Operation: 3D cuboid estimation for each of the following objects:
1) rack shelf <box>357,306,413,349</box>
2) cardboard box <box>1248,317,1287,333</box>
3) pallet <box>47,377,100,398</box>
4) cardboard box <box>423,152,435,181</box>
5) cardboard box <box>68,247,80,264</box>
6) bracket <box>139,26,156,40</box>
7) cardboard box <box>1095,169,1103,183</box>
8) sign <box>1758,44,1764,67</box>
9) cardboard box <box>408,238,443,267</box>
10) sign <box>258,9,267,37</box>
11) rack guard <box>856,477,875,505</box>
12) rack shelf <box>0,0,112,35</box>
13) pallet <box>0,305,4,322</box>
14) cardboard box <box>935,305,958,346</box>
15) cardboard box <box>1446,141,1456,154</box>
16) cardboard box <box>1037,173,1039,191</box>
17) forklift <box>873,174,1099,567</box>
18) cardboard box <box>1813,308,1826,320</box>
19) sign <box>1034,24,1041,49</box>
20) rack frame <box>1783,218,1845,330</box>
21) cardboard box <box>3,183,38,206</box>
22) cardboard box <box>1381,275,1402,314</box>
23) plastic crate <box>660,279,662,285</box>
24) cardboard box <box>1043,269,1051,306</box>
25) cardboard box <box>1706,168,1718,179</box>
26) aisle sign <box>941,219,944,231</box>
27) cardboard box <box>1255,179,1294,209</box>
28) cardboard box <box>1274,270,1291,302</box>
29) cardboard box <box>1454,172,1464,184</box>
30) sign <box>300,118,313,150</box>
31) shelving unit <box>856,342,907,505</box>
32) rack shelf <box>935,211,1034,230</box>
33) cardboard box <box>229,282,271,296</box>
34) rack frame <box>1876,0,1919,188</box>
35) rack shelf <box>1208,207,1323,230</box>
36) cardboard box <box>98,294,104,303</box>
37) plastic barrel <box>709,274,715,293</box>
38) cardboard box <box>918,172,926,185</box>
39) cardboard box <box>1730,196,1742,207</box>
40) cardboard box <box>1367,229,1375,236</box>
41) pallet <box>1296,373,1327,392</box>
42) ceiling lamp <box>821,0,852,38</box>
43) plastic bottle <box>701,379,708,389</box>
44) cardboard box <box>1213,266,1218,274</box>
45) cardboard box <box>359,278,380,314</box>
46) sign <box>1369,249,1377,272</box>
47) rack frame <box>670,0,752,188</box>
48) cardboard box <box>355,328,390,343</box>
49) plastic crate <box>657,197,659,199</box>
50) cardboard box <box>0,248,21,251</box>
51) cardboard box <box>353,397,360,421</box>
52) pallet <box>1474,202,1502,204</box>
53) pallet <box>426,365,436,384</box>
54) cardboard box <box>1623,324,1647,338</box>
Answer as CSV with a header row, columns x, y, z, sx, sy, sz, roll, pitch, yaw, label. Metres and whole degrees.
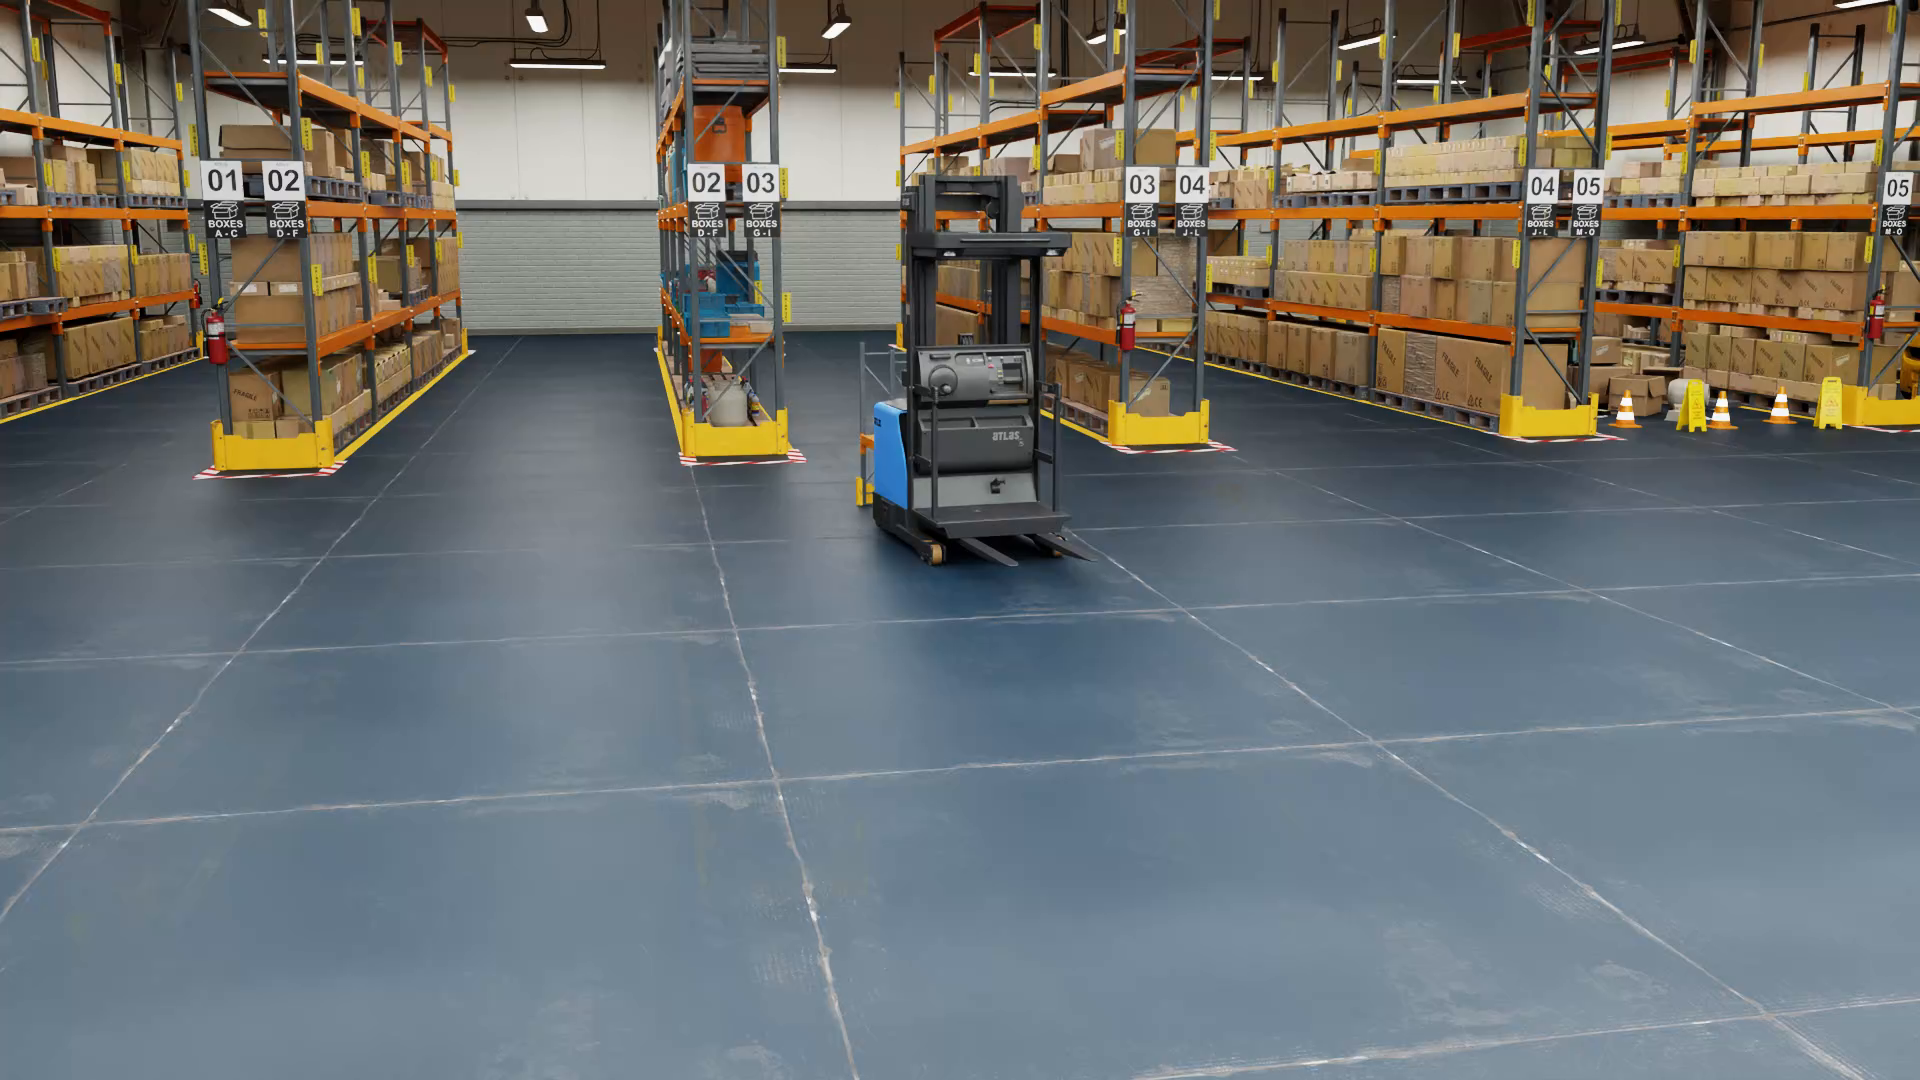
x,y,z,sx,sy,sz,roll,pitch,yaw,label
-8.510,-3.011,23.419,1.077,0.370,4.000,-2,11,-11,rack shelf
5.313,-3.715,28.751,0.500,0.250,0.500,-2,11,-12,cardboard box
-13.837,-2.328,25.363,1.003,0.211,1.213,-2,11,-11,pallet
-9.768,-6.664,29.720,0.700,0.500,0.500,-2,11,-11,cardboard box
-13.698,-4.315,25.224,0.500,0.250,0.500,-2,11,-12,cardboard box
-16.258,-10.134,33.244,0.235,0.232,0.430,-2,11,-11,bracket
1.846,-4.402,20.116,0.380,0.149,0.250,-2,11,-11,cardboard box
11.853,-7.179,24.637,0.100,0.325,0.005,-2,11,-11,sign
-9.493,-5.102,29.538,0.500,0.500,0.500,-2,11,-10,cardboard box
-8.651,-6.421,20.653,0.100,0.325,0.005,-2,11,-11,sign
-0.676,-0.467,15.479,0.587,0.250,0.087,-3,11,-18,rack guard
-14.147,-8.144,25.451,1.077,0.370,4.000,-2,11,-11,rack shelf
-12.986,-2.868,21.256,1.003,0.211,1.213,-2,11,-11,pallet
0.185,-3.870,30.569,1.225,0.875,0.875,-2,11,-11,cardboard box
6.564,-5.112,21.658,0.380,0.149,0.250,-2,11,-11,cardboard box
1.316,-5.140,23.893,0.396,0.266,0.258,-2,11,-9,cardboard box
0.193,-1.329,12.841,1.130,2.935,3.031,-3,11,-18,forklift
11.626,-3.012,22.169,0.380,0.149,0.250,-2,11,-12,cardboard box
1.053,-6.820,22.539,0.100,0.325,0.005,-2,11,-11,sign
15.407,-4.633,30.013,1.000,3.000,0.127,-2,11,-11,rack frame
-13.353,-4.868,23.412,0.500,0.311,0.500,-2,11,-11,cardboard box
6.565,-3.526,23.796,0.875,0.550,0.550,-2,11,-11,cardboard box
-5.890,-5.159,33.323,0.250,0.136,0.298,-2,11,-11,plastic crate
1.623,-3.468,22.831,0.875,0.500,0.500,-2,11,-11,cardboard box
11.138,-5.343,24.264,0.380,0.149,0.250,-2,11,-9,cardboard box
-0.457,-6.859,34.760,0.394,0.787,0.004,-2,11,-11,aisle sign
5.343,-5.871,28.230,0.500,0.500,0.500,-2,11,-11,cardboard box
5.526,-4.210,27.524,0.500,0.500,0.500,-2,11,-10,cardboard box
6.616,-4.673,21.483,0.380,0.149,0.250,-2,11,-11,cardboard box
-6.798,-4.225,17.300,0.100,0.325,0.005,-2,11,-11,sign
-0.523,-0.992,14.897,0.587,1.500,1.083,-3,11,-18,shelving unit
0.430,-5.578,28.882,1.077,0.370,4.000,-2,11,-11,rack shelf
-7.605,-2.695,17.831,0.380,0.149,0.250,-2,11,-12,cardboard box
12.095,-5.931,20.791,1.000,3.000,0.127,-2,11,-11,rack frame
5.314,-5.740,29.732,1.077,0.370,4.000,-2,11,-11,rack shelf
-13.988,-3.884,26.700,0.380,0.149,0.250,-2,11,-13,cardboard box
-3.460,-3.641,24.442,0.433,0.535,0.433,0,11,0,plastic barrel
-0.444,-7.042,32.993,0.700,0.500,0.500,-3,11,-15,cardboard box
11.300,-4.863,23.873,0.380,0.149,0.250,-2,11,-9,cardboard box
8.909,-6.557,35.450,0.380,0.149,0.250,-2,11,-13,cardboard box
6.017,-2.512,26.331,1.003,0.211,1.213,-2,11,-11,pallet
-1.910,-10.408,28.700,0.800,3.185,2.000,-2,11,-11,ceiling lamp
-3.371,-1.934,21.744,0.144,0.351,0.185,-2,11,-11,plastic bottle
4.811,-4.886,30.098,0.380,0.149,0.250,-2,11,-12,cardboard box
-8.557,-3.473,23.655,0.500,0.500,0.500,-3,11,-14,cardboard box
5.951,-4.028,23.950,0.100,0.325,0.005,-2,11,-11,sign
-3.262,-6.124,21.806,1.000,3.000,0.127,-2,11,-11,rack frame
-9.327,-3.261,26.311,0.500,0.250,0.500,-2,11,-9,cardboard box
-5.794,-6.707,33.238,0.497,0.269,0.590,-2,11,-11,plastic crate
-14.100,-4.198,24.607,0.500,0.250,0.500,-2,11,-9,cardboard box
-7.618,-1.593,20.274,0.500,0.250,0.500,-2,11,-11,cardboard box
10.142,-6.153,30.486,1.003,0.211,1.213,-2,11,-8,pallet
-9.241,-2.723,27.439,1.003,0.211,1.213,-2,11,-11,pallet
14.164,-4.386,34.909,0.396,0.266,0.258,-2,11,-9,cardboard box
